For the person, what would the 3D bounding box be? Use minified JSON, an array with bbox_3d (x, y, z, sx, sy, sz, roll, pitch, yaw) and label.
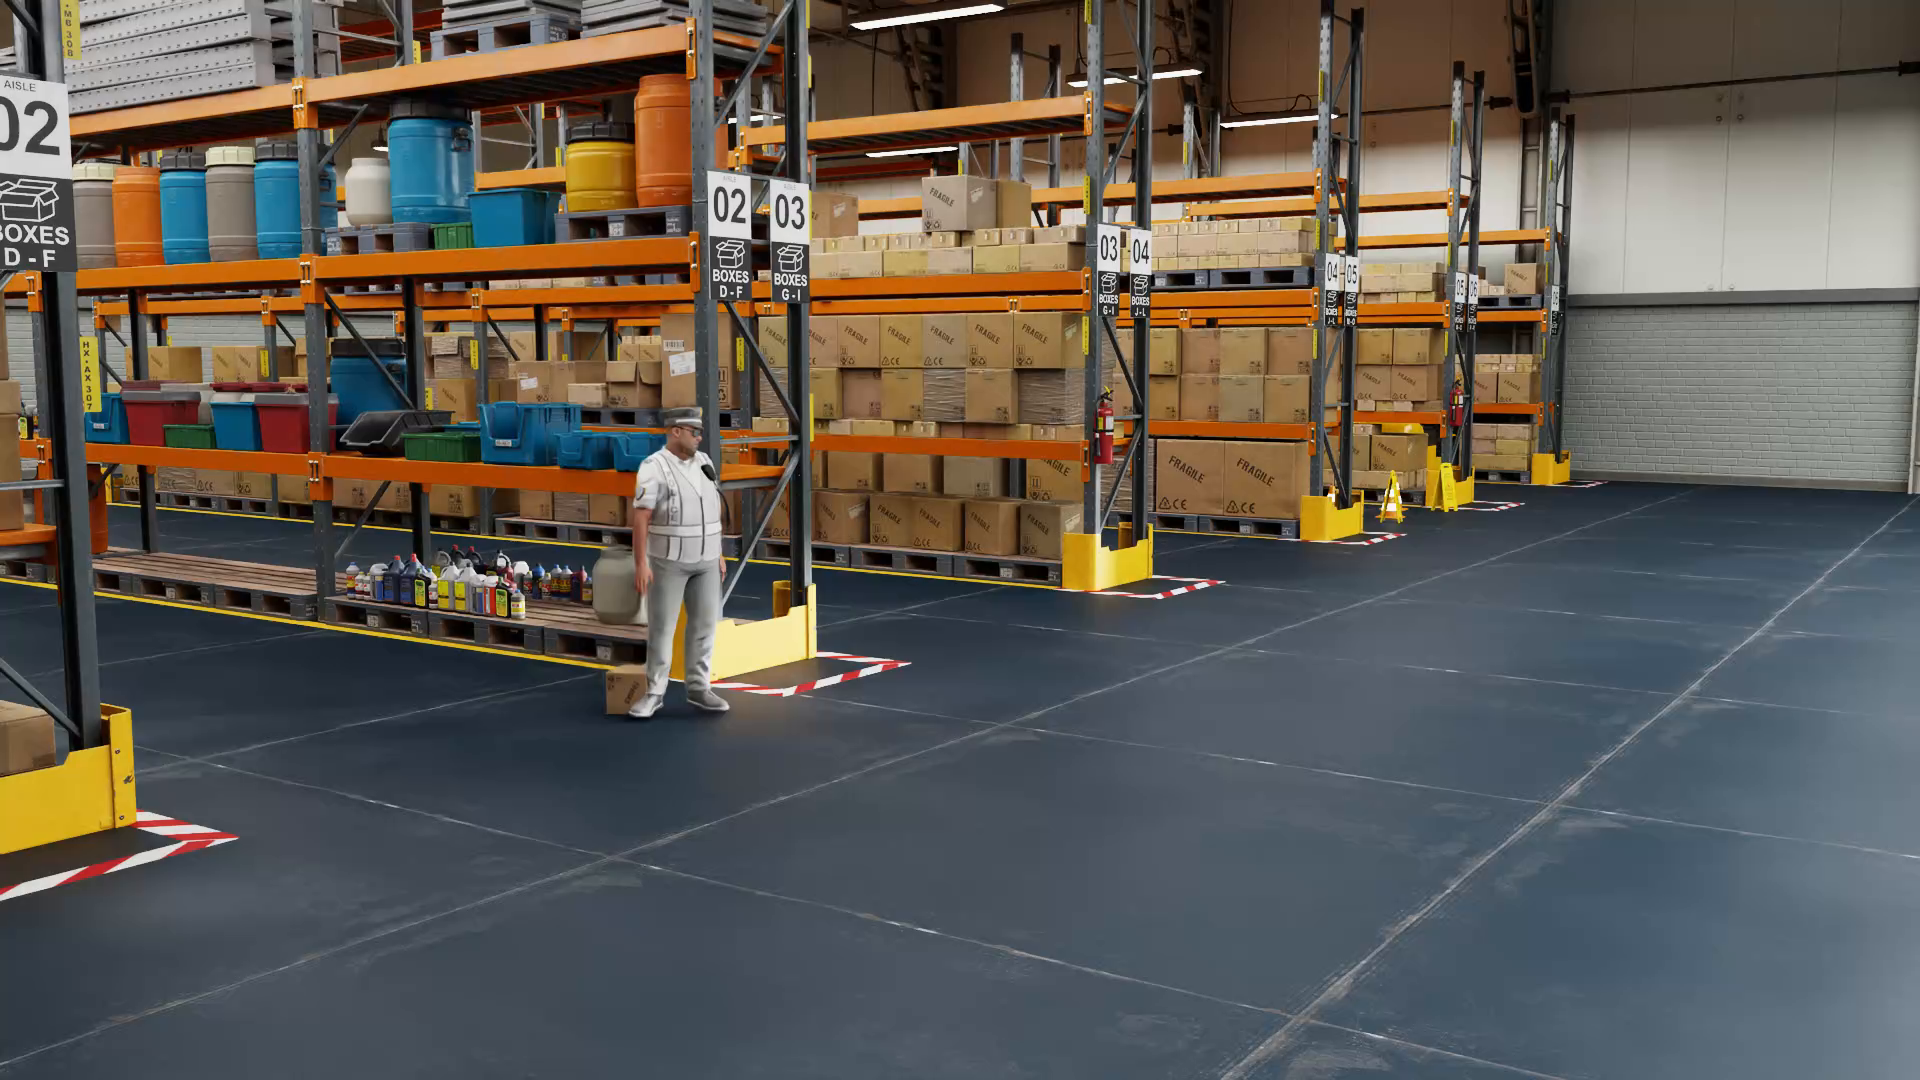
[{"bbox_3d":[-1.613,0.117,9.499,0.641,1.750,0.413,-6,9,-43],"label":"person"}]
